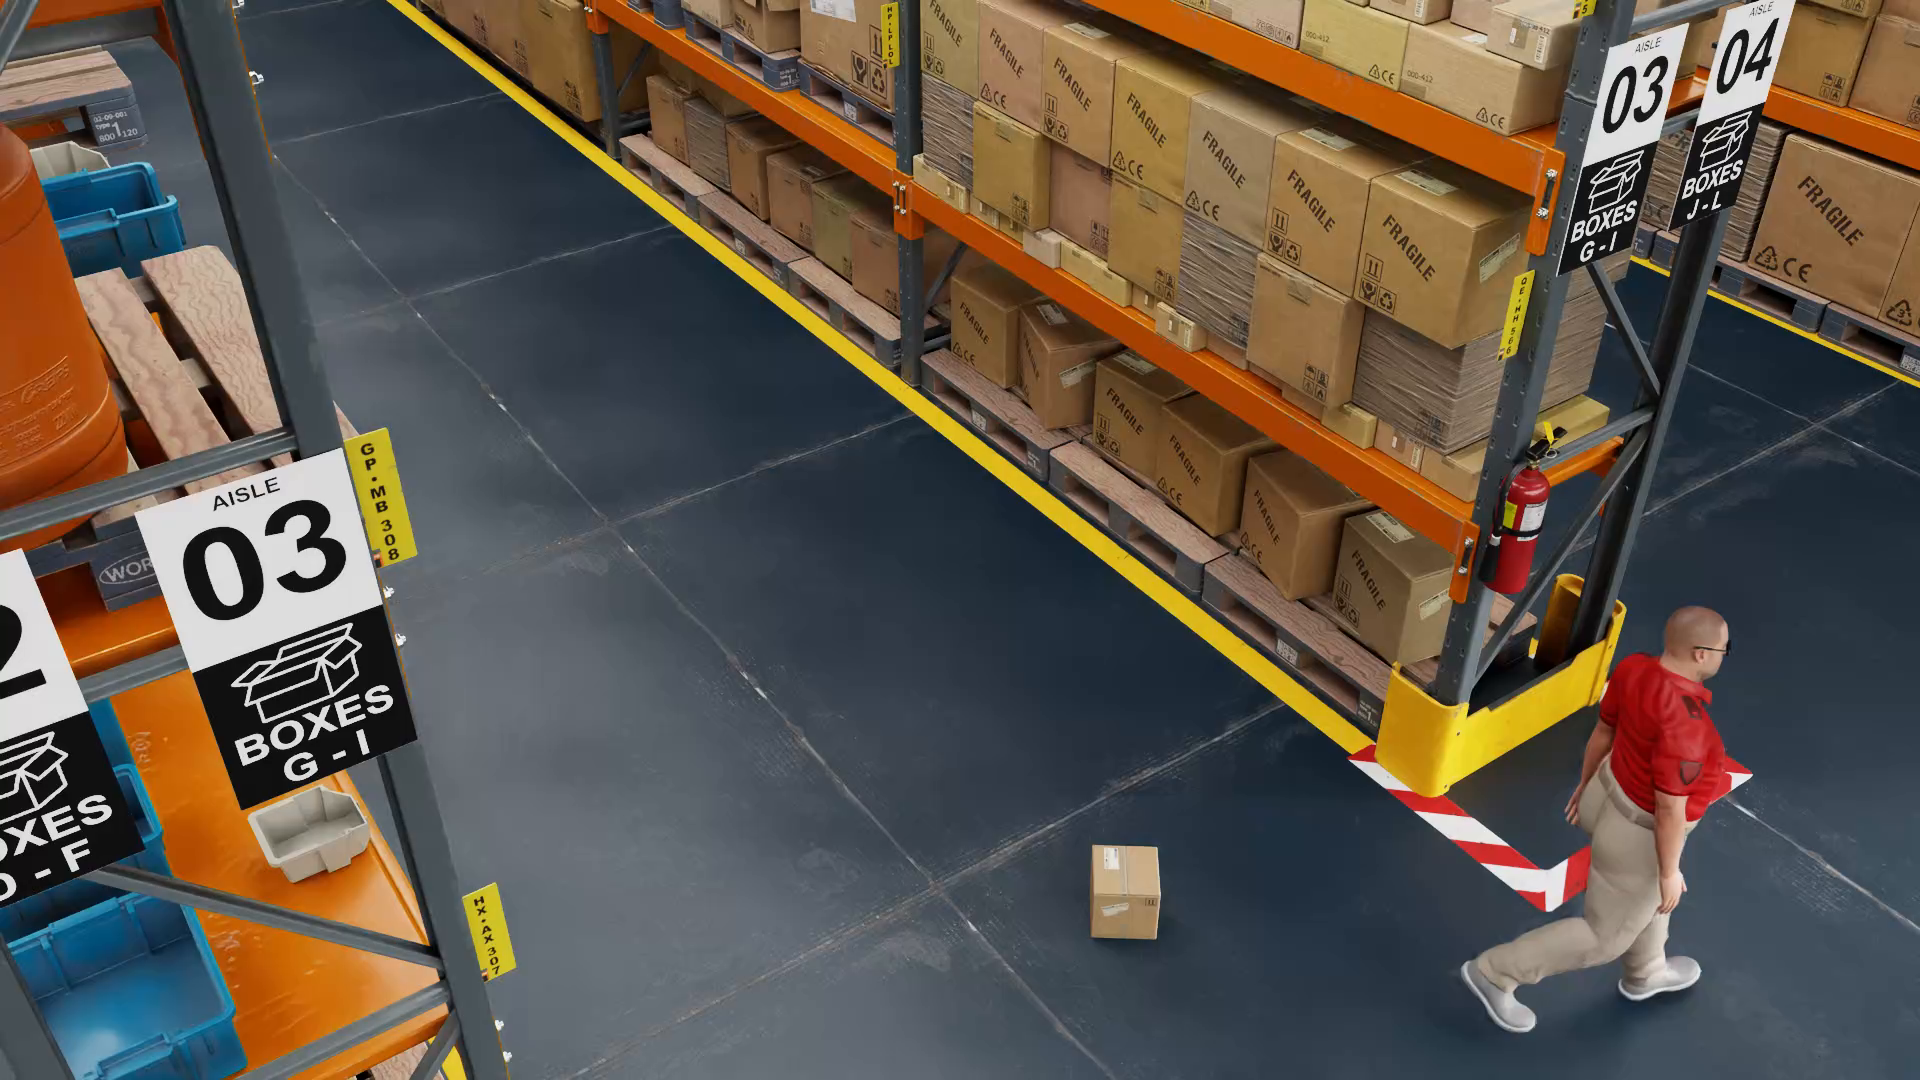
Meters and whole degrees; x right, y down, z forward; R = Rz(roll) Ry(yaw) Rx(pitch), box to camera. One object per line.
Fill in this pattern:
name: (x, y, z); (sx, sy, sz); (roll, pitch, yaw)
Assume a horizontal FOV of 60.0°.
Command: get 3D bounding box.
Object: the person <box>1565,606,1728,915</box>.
person: (2.356, 0.721, 5.519); (0.314, 1.058, 0.632); (-3, 36, -4)
